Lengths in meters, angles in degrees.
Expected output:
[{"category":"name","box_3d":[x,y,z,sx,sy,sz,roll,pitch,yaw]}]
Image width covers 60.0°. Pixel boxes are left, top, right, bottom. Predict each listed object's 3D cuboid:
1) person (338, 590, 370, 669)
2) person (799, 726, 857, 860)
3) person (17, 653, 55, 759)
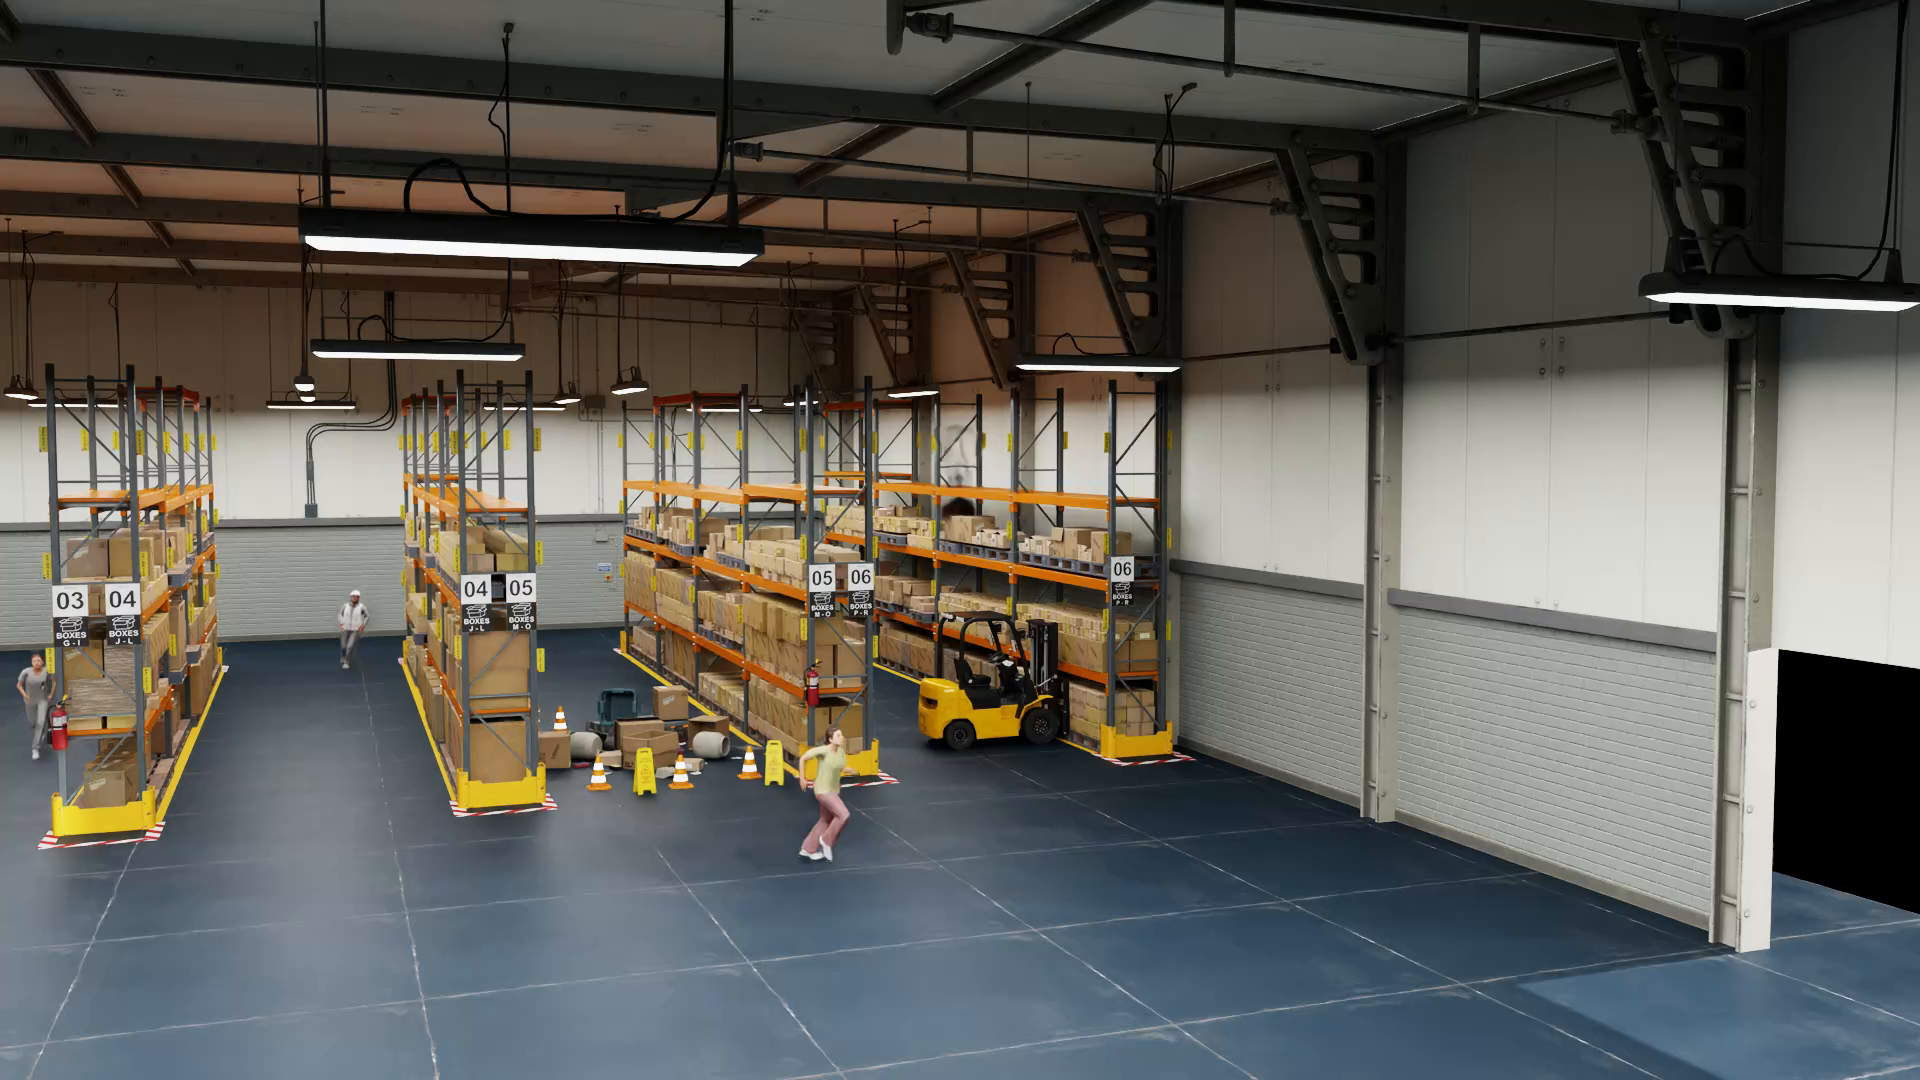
[{"category":"person","box_3d":[-13.509,1.977,37.055,0.697,1.730,0.579,-1,3,-11]},{"category":"person","box_3d":[-1.570,3.010,19.747,0.745,1.616,0.611,2,4,31]},{"category":"person","box_3d":[-14.847,2.628,26.784,0.564,1.658,1.060,-1,4,-23]}]
